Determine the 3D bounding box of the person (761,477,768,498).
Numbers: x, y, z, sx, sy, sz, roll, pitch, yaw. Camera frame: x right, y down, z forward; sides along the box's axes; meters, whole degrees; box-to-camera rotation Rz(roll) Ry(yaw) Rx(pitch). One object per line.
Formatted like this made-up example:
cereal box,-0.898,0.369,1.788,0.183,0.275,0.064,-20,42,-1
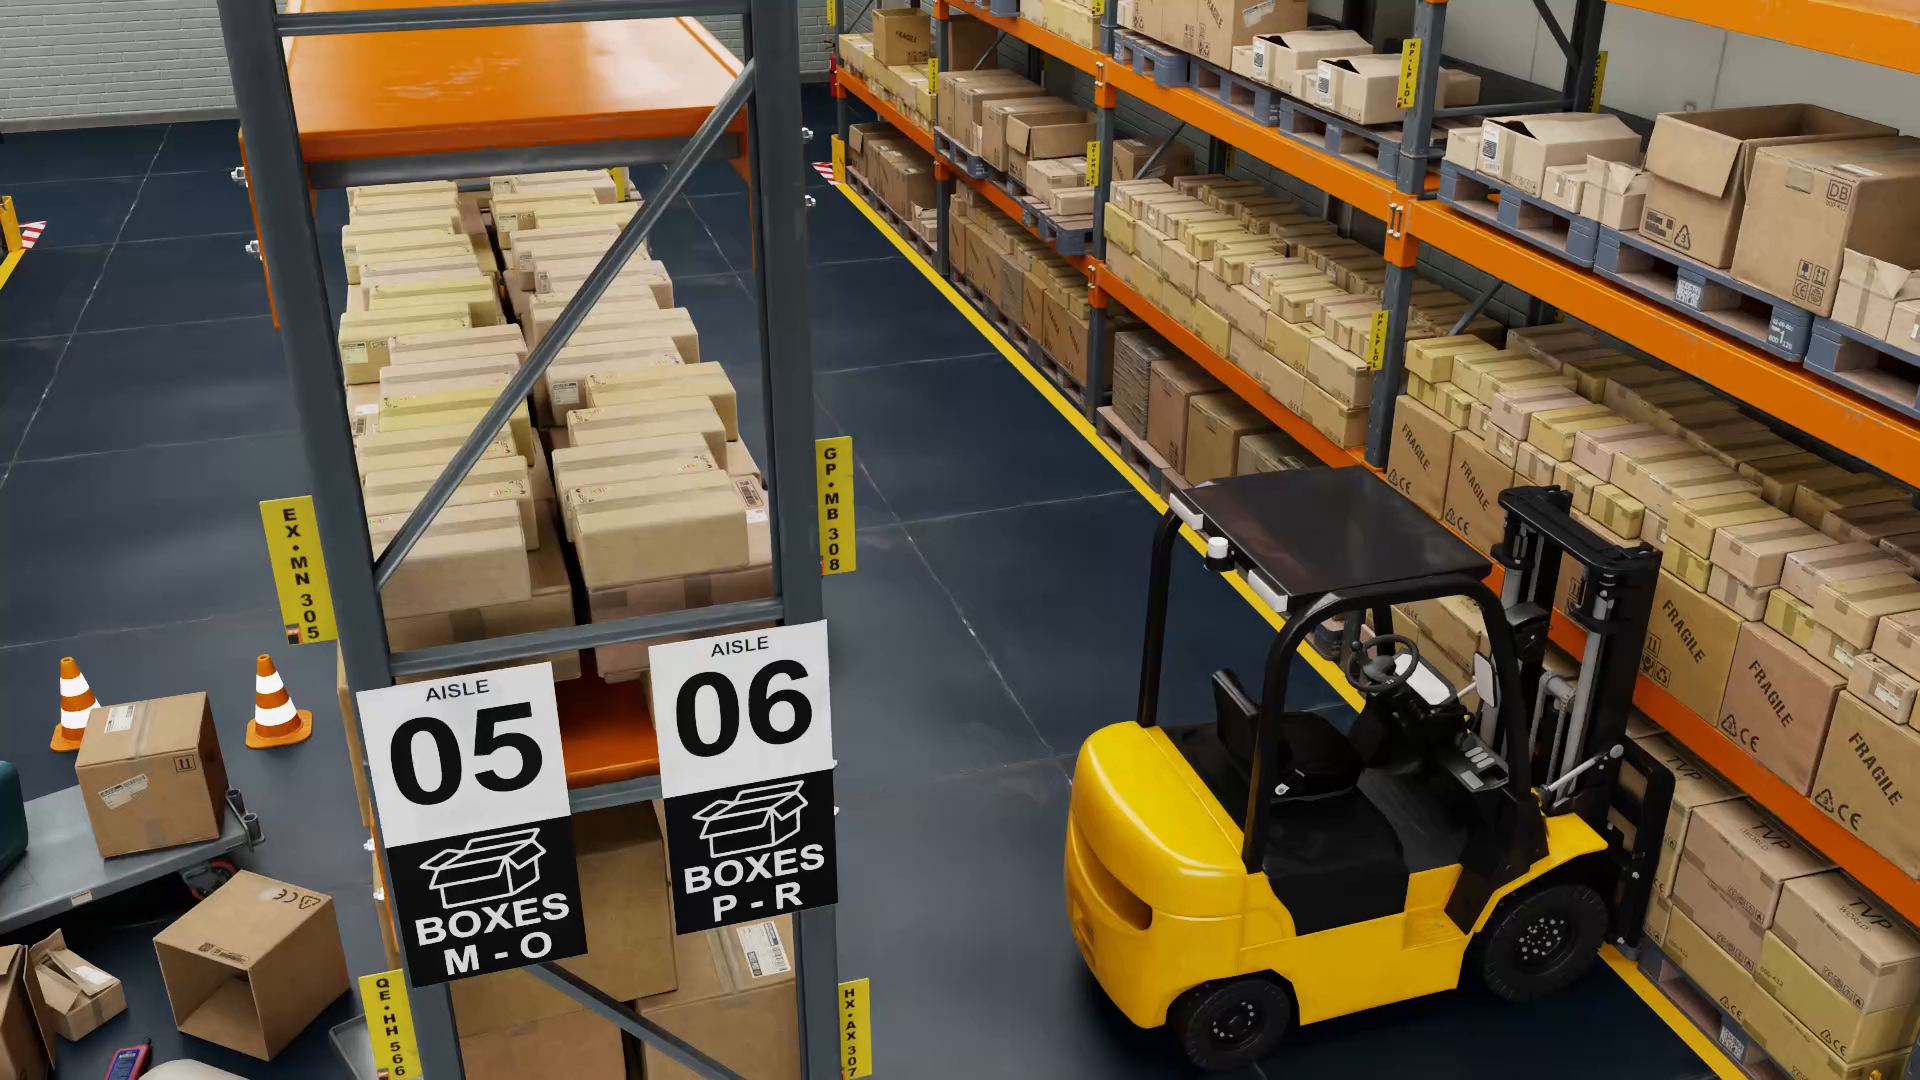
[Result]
person,-1.132,0.066,10.276,0.490,0.758,0.875,-9,28,-17
